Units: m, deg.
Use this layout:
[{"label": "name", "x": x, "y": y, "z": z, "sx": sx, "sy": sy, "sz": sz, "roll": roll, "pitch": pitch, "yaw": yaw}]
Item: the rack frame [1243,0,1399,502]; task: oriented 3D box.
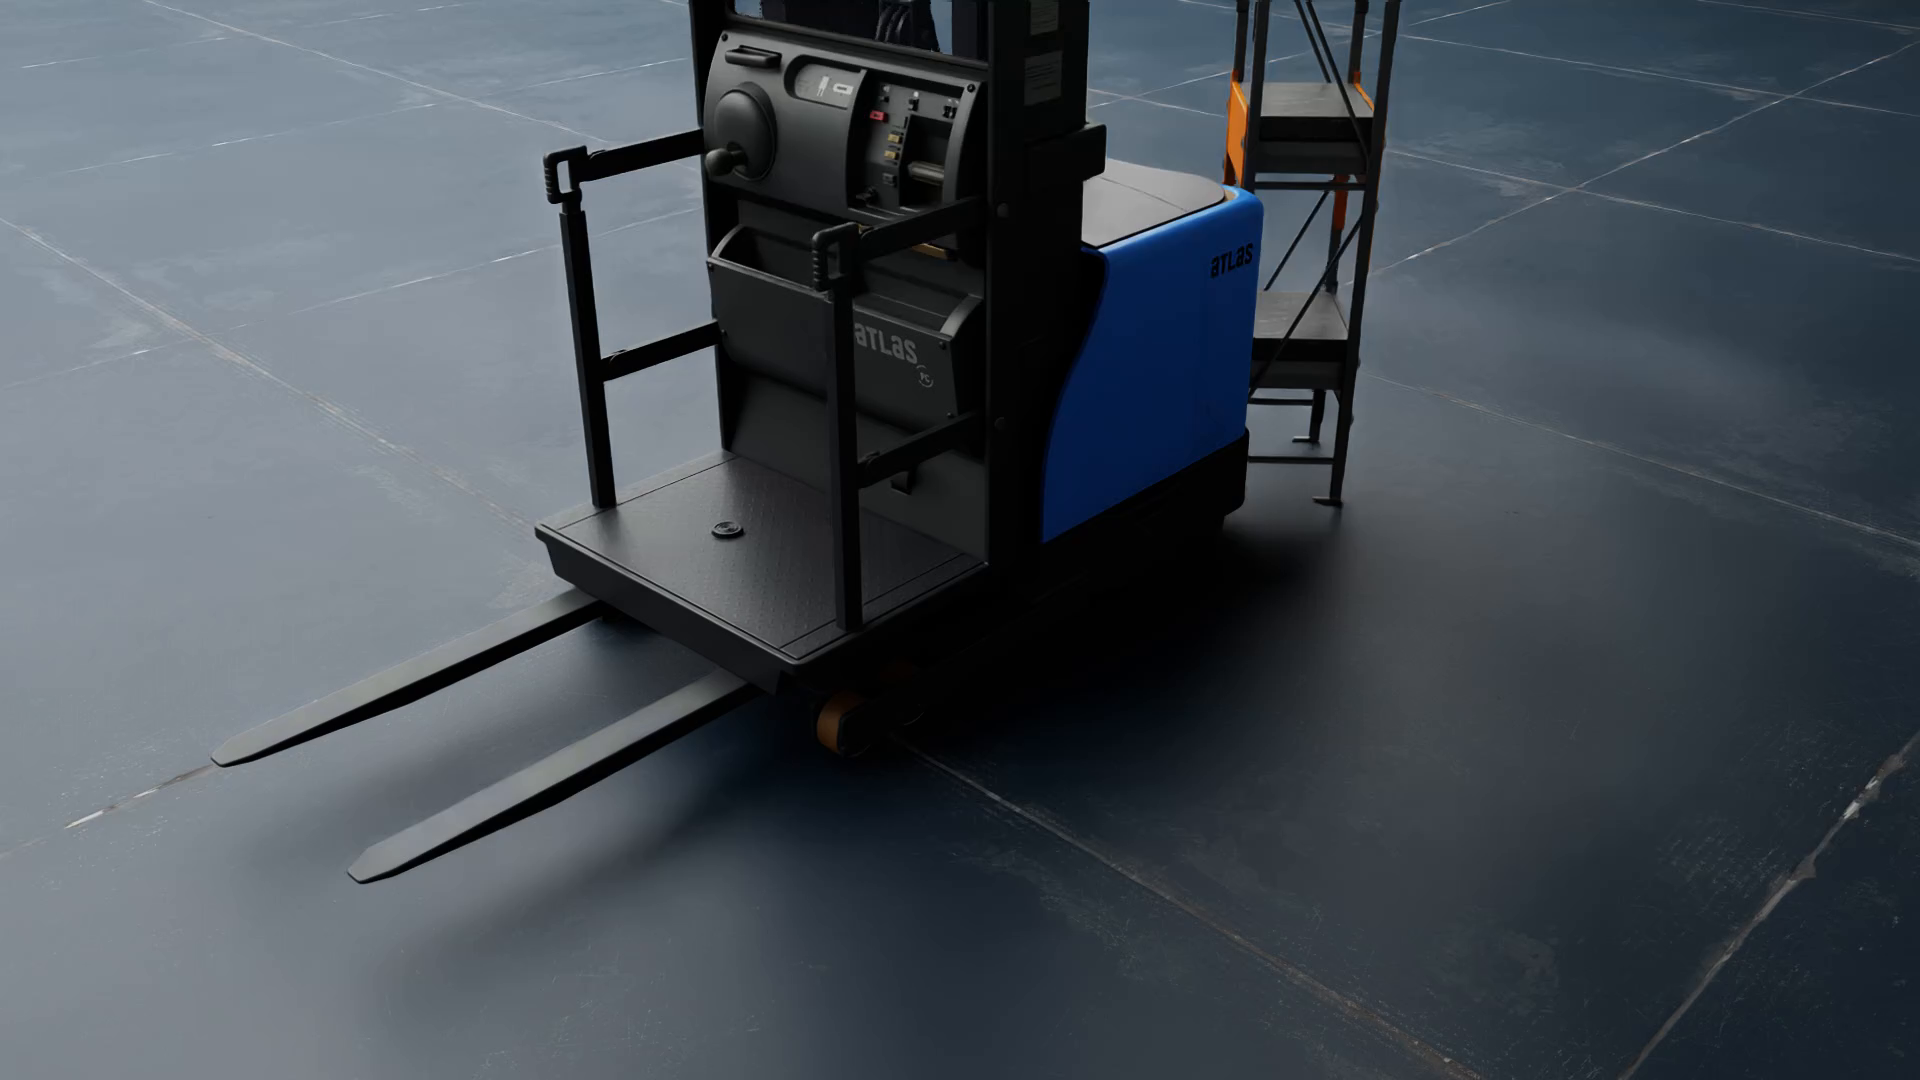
[{"label": "rack frame", "x": 1.054, "y": -1.062, "z": 5.013, "sx": 0.400, "sy": 2.100, "sz": 0.015, "roll": 1, "pitch": 28, "yaw": 2}]

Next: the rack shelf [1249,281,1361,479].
[{"label": "rack shelf", "x": 1.066, "y": -0.543, "z": 5.561, "sx": 0.431, "sy": 0.518, "sz": 0.480, "roll": 1, "pitch": 28, "yaw": 2}]

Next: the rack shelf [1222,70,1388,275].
[{"label": "rack shelf", "x": 1.066, "y": -1.163, "z": 5.235, "sx": 0.431, "sy": 0.518, "sz": 0.480, "roll": 1, "pitch": 28, "yaw": 2}]

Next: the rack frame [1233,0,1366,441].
[{"label": "rack frame", "x": 1.077, "y": -1.289, "z": 5.444, "sx": 0.400, "sy": 2.100, "sz": 0.015, "roll": 1, "pitch": 28, "yaw": 2}]

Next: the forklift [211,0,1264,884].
[{"label": "forklift", "x": -0.456, "y": -1.016, "z": 4.033, "sx": 1.130, "sy": 2.935, "sz": 3.031, "roll": 23, "pitch": 36, "yaw": 37}]

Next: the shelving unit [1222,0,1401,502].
[{"label": "shelving unit", "x": 1.066, "y": -1.175, "z": 5.229, "sx": 0.431, "sy": 2.100, "sz": 0.503, "roll": 1, "pitch": 28, "yaw": 2}]

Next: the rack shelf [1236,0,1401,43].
[{"label": "rack shelf", "x": 1.066, "y": -1.783, "z": 4.909, "sx": 0.431, "sy": 0.518, "sz": 0.480, "roll": 1, "pitch": 28, "yaw": 2}]
